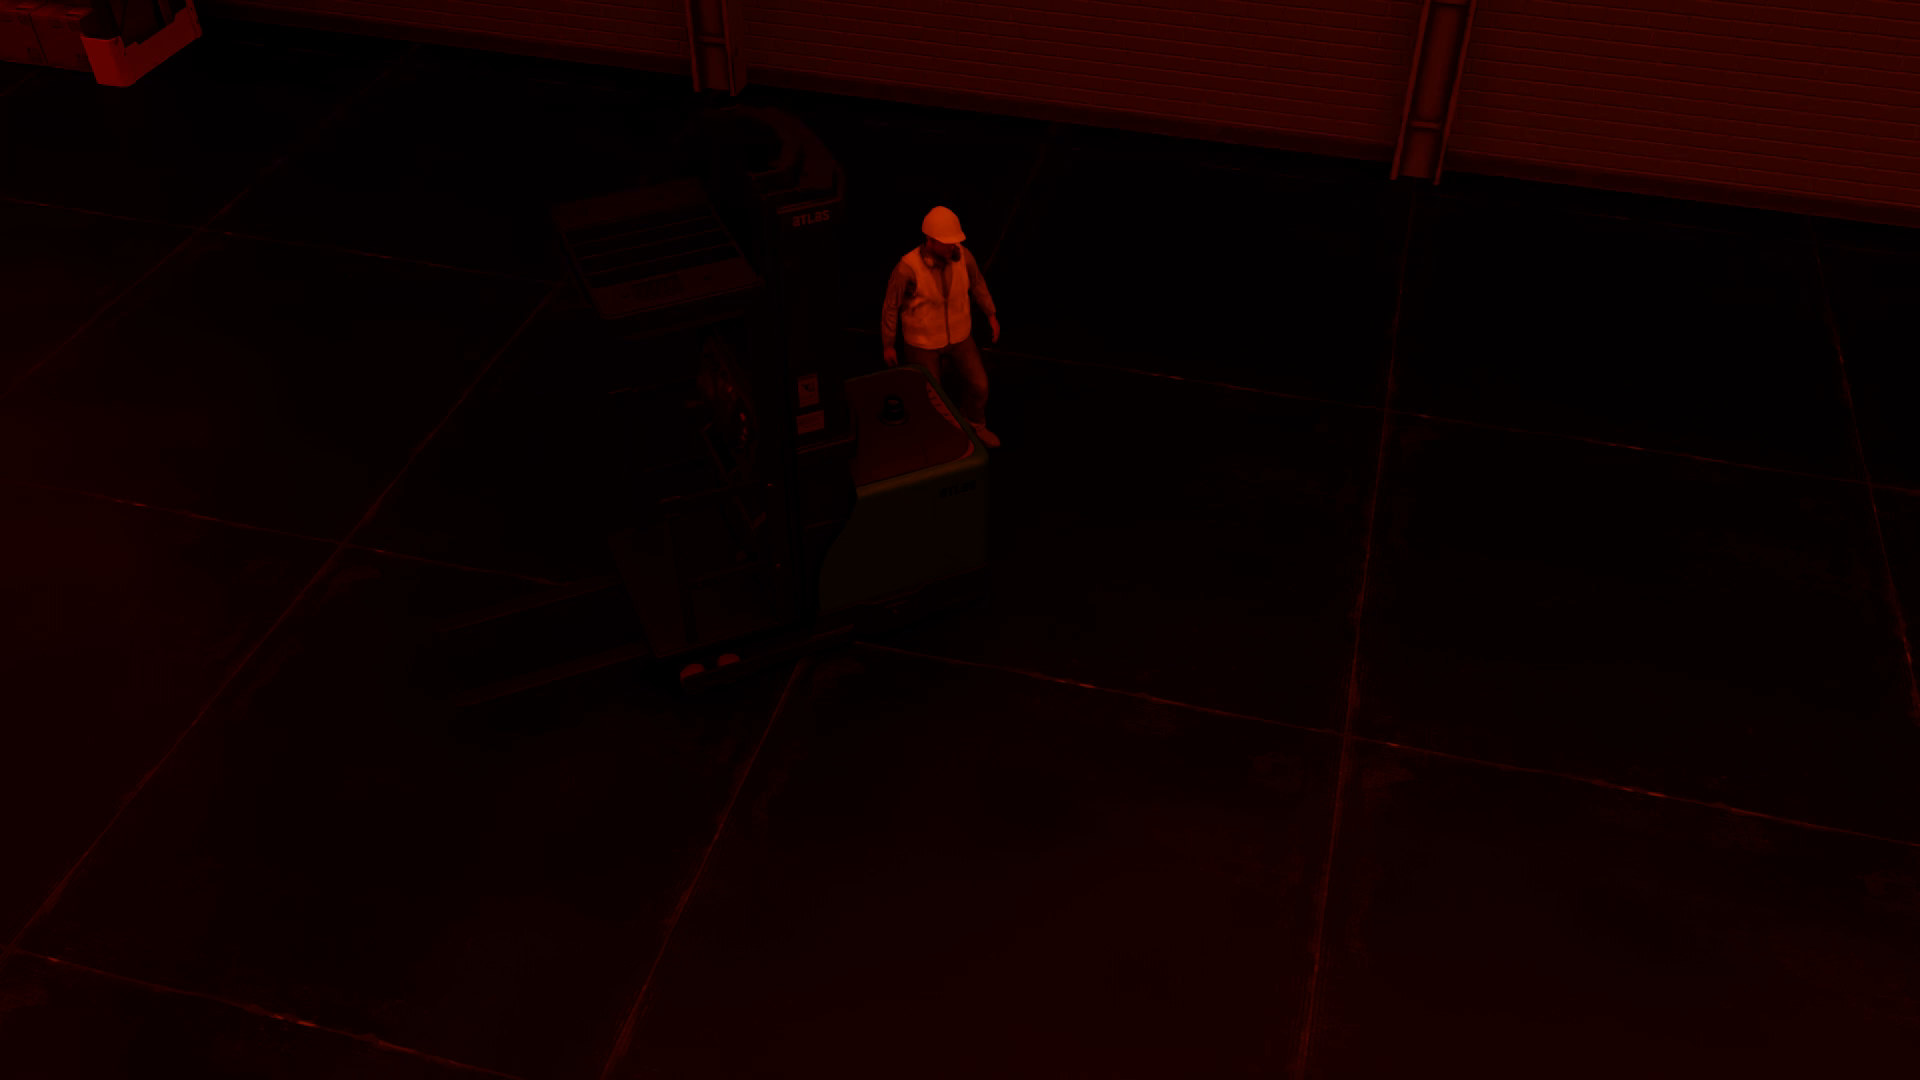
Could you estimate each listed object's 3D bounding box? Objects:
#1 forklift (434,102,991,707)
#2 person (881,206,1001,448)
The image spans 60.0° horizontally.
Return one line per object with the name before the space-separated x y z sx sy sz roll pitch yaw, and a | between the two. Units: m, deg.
forklift | -1.390 -0.659 8.614 3.031 2.935 1.130 -16 44 -17
person | -0.120 -1.262 10.207 0.769 1.745 0.409 -19 45 -20
